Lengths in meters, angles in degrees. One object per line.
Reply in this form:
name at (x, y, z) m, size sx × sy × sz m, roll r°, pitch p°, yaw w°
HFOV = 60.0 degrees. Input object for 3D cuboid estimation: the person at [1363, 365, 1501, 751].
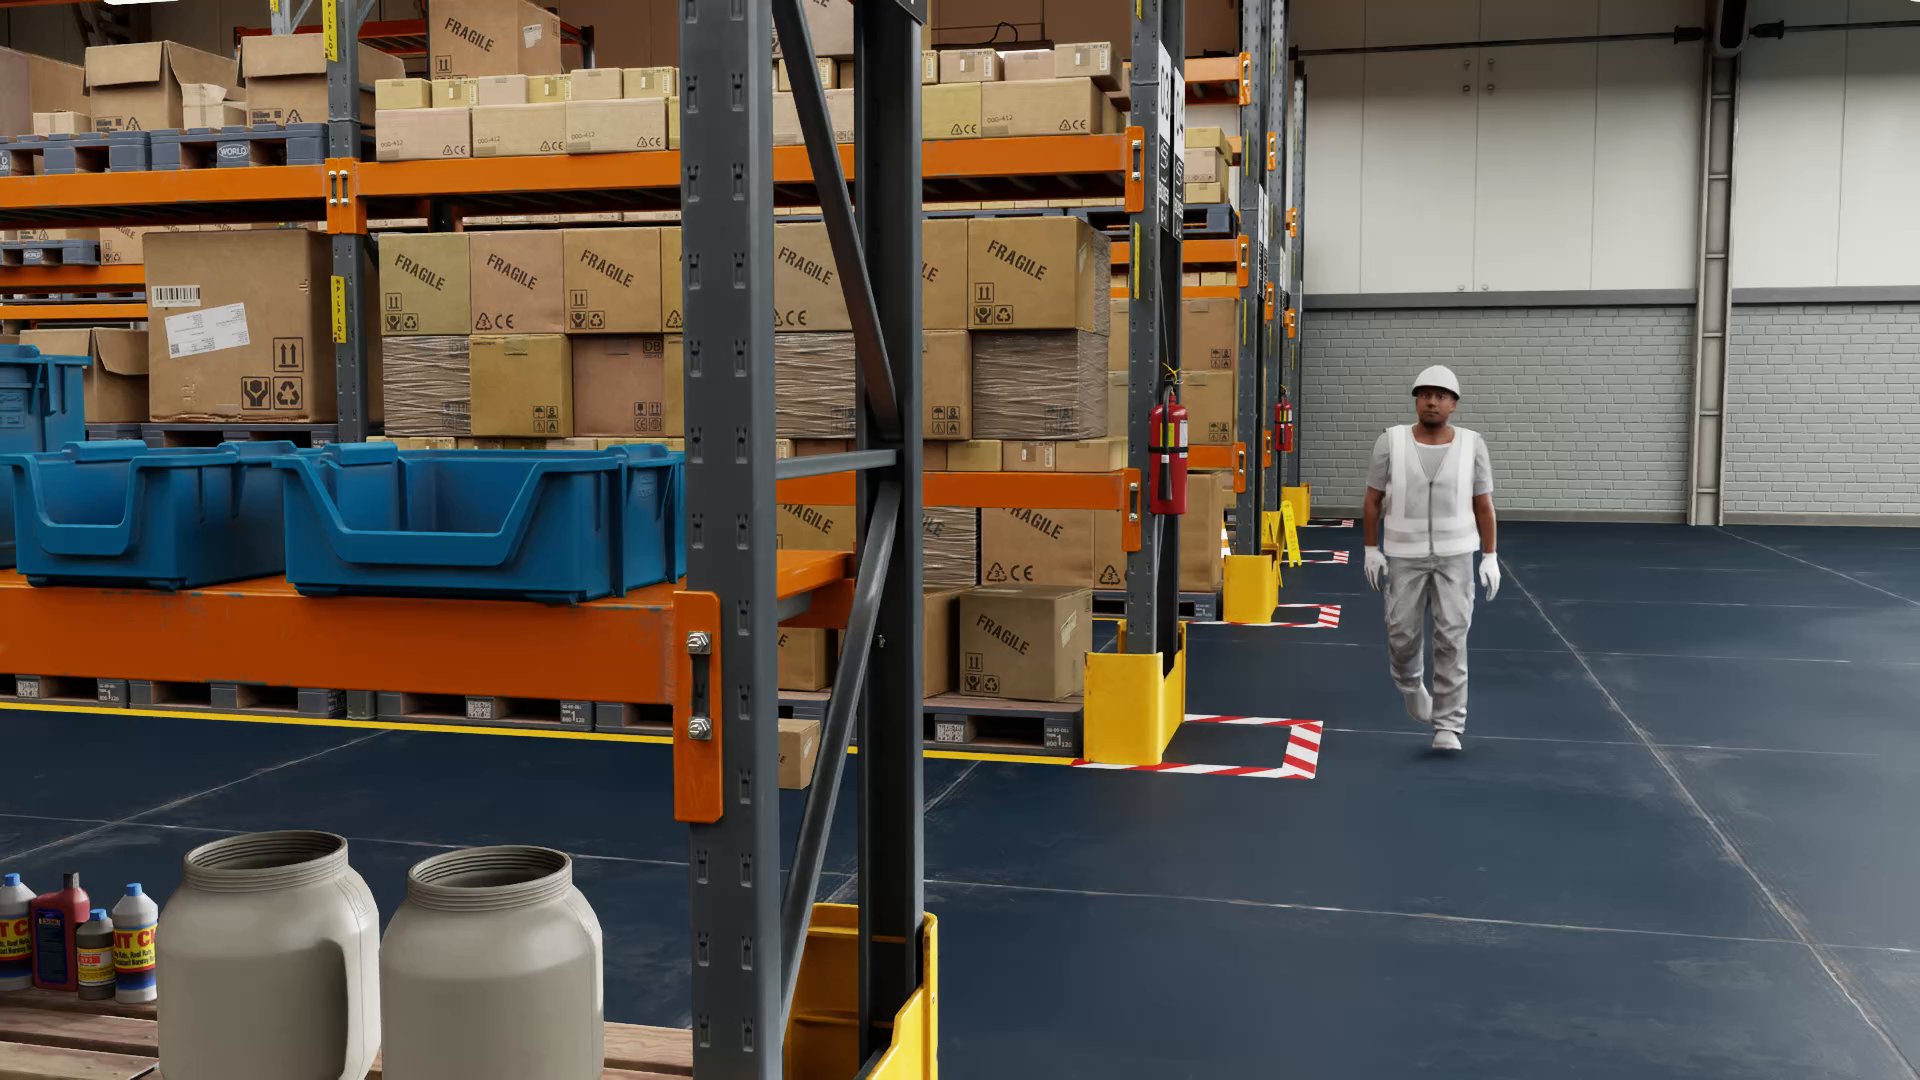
person at (2.199, 0.075, 7.769) m, size 0.619 × 1.771 × 0.632 m, roll 1°, pitch 5°, yaw 14°
